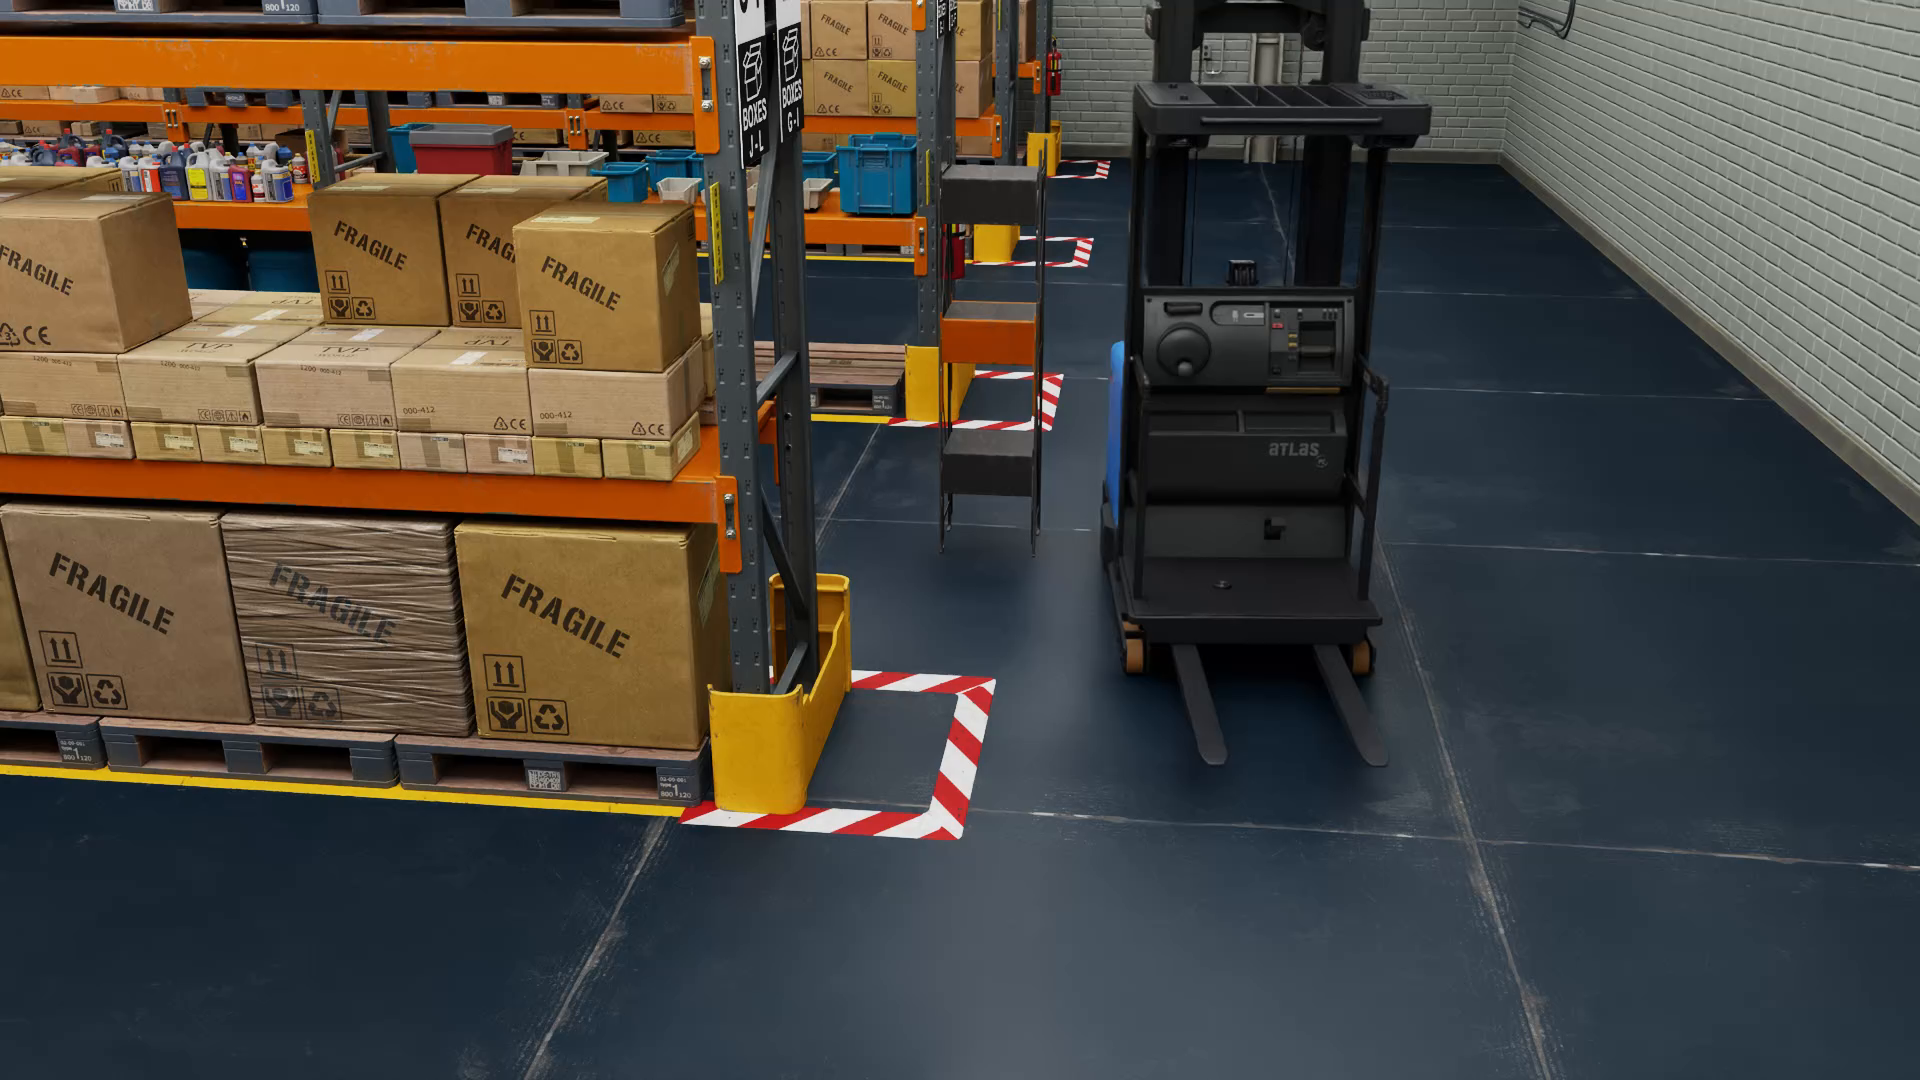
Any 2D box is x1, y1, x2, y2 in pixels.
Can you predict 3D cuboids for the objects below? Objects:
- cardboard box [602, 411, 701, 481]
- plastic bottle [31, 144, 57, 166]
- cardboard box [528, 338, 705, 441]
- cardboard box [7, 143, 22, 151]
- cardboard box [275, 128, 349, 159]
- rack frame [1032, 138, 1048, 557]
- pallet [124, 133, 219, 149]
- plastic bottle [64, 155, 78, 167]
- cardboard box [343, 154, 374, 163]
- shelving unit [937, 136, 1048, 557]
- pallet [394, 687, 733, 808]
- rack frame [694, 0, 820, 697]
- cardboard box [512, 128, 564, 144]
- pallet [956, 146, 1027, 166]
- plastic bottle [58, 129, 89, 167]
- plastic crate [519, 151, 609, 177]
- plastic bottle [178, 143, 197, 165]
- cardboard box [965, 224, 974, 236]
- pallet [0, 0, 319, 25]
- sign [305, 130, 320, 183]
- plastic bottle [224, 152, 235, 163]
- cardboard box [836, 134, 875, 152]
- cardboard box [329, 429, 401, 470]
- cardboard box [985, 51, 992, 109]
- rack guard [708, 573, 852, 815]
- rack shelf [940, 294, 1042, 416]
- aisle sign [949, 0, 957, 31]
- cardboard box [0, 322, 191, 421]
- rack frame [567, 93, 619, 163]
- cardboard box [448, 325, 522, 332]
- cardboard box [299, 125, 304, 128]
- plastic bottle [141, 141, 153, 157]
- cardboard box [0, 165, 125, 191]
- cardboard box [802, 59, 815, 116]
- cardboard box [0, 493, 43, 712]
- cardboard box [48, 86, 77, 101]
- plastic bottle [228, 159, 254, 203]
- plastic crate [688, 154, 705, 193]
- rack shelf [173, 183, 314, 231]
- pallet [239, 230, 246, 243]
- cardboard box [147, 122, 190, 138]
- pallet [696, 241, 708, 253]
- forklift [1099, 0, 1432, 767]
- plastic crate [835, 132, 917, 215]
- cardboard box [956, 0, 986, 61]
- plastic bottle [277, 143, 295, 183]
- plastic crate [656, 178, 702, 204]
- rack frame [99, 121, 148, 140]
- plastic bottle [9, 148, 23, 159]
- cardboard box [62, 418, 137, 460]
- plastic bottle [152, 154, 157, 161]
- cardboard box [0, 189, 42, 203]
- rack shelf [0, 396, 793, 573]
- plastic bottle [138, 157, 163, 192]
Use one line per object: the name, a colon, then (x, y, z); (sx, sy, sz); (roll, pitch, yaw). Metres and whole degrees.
cardboard box: (-1.125, -0.350, 6.088); (0.250, 0.149, 0.380); (3, 22, 7)
plastic bottle: (-6.167, -2.498, 11.247); (0.185, 0.351, 0.144); (2, 22, 6)
cardboard box: (-1.245, -0.565, 6.088); (0.500, 0.250, 0.500); (2, 22, 5)
cardboard box: (-10.031, -3.930, 17.206); (0.500, 0.311, 0.500); (2, 22, 6)
cardboard box: (-6.495, -3.970, 16.683); (0.500, 0.250, 0.500); (3, 22, 8)
rack frame: (0.407, -0.959, 8.509); (0.015, 2.100, 0.400); (2, 22, 6)
pallet: (-10.127, -5.187, 21.772); (1.213, 0.211, 1.003); (2, 22, 6)
plastic bottle: (-6.023, -2.469, 11.280); (0.097, 0.271, 0.097); (0, 22, 0)
cardboard box: (-6.037, -3.600, 16.767); (0.500, 0.500, 0.500); (2, 22, 4)
shelving unit: (0.164, -0.969, 8.536); (0.503, 2.100, 0.431); (2, 22, 6)
pallet: (-1.536, 0.719, 6.835); (1.213, 0.211, 1.003); (2, 22, 6)
rack frame: (-0.733, -0.572, 6.307); (0.127, 3.000, 1.000); (2, 22, 6)
cardboard box: (-5.344, -5.419, 20.920); (0.750, 0.750, 0.750); (2, 22, 6)
pallet: (0.213, -4.707, 20.558); (1.213, 0.211, 1.003); (2, 22, 6)
plastic bottle: (-6.354, -2.770, 11.934); (0.185, 0.351, 0.144); (2, 22, 6)
plastic crate: (-2.627, -2.393, 10.992); (0.530, 0.282, 0.437); (2, 22, 6)
plastic bottle: (-5.240, -2.511, 11.279); (0.185, 0.351, 0.144); (2, 22, 6)
cardboard box: (-0.132, -3.164, 15.666); (0.500, 0.500, 0.500); (2, 22, 6)
pallet: (-2.685, -2.006, 5.974); (1.213, 0.211, 1.003); (2, 22, 6)
sign: (-4.188, -2.481, 10.760); (0.005, 0.325, 0.100); (2, 22, 6)
plastic bottle: (-5.205, -2.659, 11.857); (0.097, 0.201, 0.097); (0, 22, 0)
cardboard box: (-1.217, -5.088, 20.557); (0.500, 0.500, 0.700); (3, 22, 8)
cardboard box: (-2.139, -0.394, 6.198); (0.250, 0.149, 0.380); (2, 22, 5)
cardboard box: (0.027, -4.351, 15.729); (0.500, 0.500, 0.500); (3, 22, 7)
rack guard: (-0.709, 0.591, 6.764); (0.348, 0.500, 1.175); (2, 22, 6)
rack shelf: (0.164, -0.957, 8.541); (0.480, 0.518, 0.431); (2, 22, 6)
aisle sign: (-0.043, -3.695, 10.669); (0.004, 0.787, 0.394); (2, 22, 6)
cardboard box: (-3.261, -0.654, 6.314); (0.500, 0.250, 0.500); (3, 22, 8)
rack frame: (-3.535, -4.362, 15.893); (0.127, 3.000, 1.000); (2, 22, 6)
cardboard box: (-1.694, -0.780, 6.632); (0.500, 0.250, 0.500); (2, 22, 6)
cardboard box: (-8.147, -5.463, 21.479); (0.500, 0.500, 0.700); (2, 22, 6)
plastic bottle: (-5.798, -2.718, 11.909); (0.097, 0.271, 0.097); (0, 22, 0)
cardboard box: (-3.720, -1.217, 6.718); (0.500, 0.500, 0.500); (3, 22, 7)
cardboard box: (-1.551, -4.222, 15.403); (0.500, 0.500, 0.500); (2, 22, 6)
cardboard box: (-4.059, 0.105, 6.912); (0.875, 0.875, 0.875); (2, 22, 6)
cardboard box: (-8.780, -4.453, 16.464); (0.250, 0.149, 0.380); (4, 22, 10)
plastic bottle: (-4.786, -2.392, 11.068); (0.133, 0.283, 0.061); (2, 22, 6)
plastic crate: (-1.664, -2.518, 11.376); (0.300, 0.233, 0.416); (2, 22, 6)
rack shelf: (-6.108, -2.305, 11.670); (4.000, 0.370, 1.077); (2, 22, 6)
pallet: (-6.770, -3.192, 16.726); (1.213, 0.211, 1.003); (2, 22, 6)
cardboard box: (-10.167, -5.533, 21.657); (0.500, 0.500, 0.700); (3, 22, 8)
pallet: (-2.853, -3.035, 16.329); (1.213, 0.211, 1.003); (2, 22, 6)
forklift: (1.276, -0.872, 7.159); (1.130, 2.935, 3.031); (0, 22, 1)
plastic crate: (-0.504, -2.371, 10.728); (0.499, 0.435, 0.616); (2, 22, 6)
cardboard box: (-0.037, -4.619, 15.047); (0.500, 0.500, 0.500); (2, 22, 6)
plastic bottle: (-4.782, -2.674, 11.797); (0.097, 0.271, 0.097); (0, 22, 0)
plastic crate: (-1.842, -2.282, 10.909); (0.250, 0.136, 0.298); (2, 22, 6)
rack frame: (-10.900, -6.517, 21.343); (0.127, 3.000, 1.000); (2, 22, 6)
plastic bottle: (-6.817, -2.730, 12.035); (0.097, 0.201, 0.097); (0, 22, 0)
cardboard box: (-3.163, -0.438, 6.310); (0.250, 0.149, 0.380); (3, 22, 7)
plastic bottle: (-5.683, -2.624, 11.767); (0.097, 0.201, 0.097); (0, 22, 0)
cardboard box: (-3.771, -1.024, 6.230); (0.500, 0.500, 0.500); (2, 22, 6)
rack shelf: (-2.719, -0.324, 6.658); (4.000, 0.370, 1.077); (2, 22, 6)
plastic bottle: (-5.415, -2.432, 11.181); (0.135, 0.276, 0.152); (2, 22, 6)
